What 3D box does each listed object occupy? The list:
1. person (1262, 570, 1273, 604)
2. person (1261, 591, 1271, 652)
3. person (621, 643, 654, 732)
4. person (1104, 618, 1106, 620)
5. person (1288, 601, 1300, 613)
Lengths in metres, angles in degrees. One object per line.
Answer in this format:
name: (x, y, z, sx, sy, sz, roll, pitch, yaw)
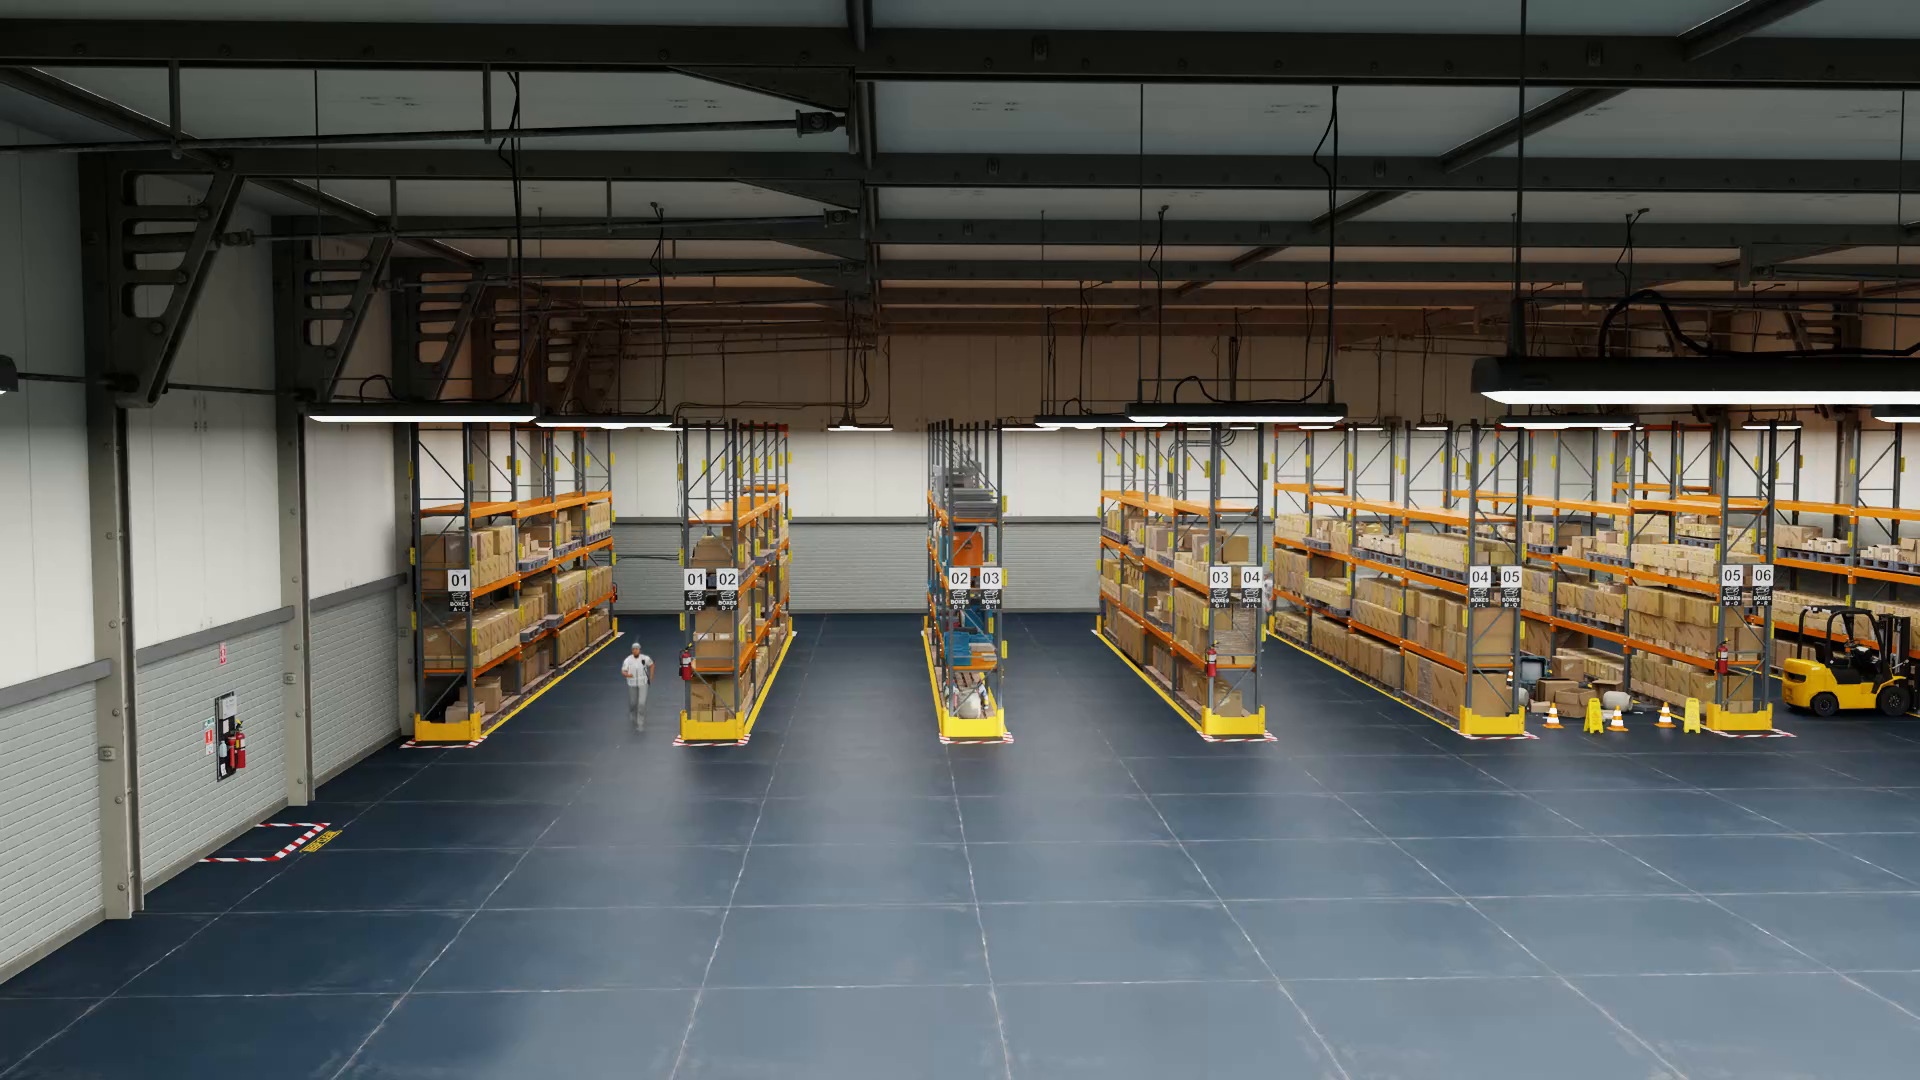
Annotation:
person: (8.877, 1.746, 48.687, 0.585, 1.727, 0.723, -2, 4, -32)
person: (7.868, 2.085, 43.653, 0.573, 1.645, 0.939, 0, 4, -6)
person: (-6.251, 2.830, 32.288, 0.615, 1.684, 0.934, 0, 4, -6)
person: (4.692, 1.770, 49.150, 0.920, 1.645, 0.618, 1, 4, 21)
person: (9.906, 1.741, 49.048, 0.541, 1.678, 0.795, 1, 4, 16)
